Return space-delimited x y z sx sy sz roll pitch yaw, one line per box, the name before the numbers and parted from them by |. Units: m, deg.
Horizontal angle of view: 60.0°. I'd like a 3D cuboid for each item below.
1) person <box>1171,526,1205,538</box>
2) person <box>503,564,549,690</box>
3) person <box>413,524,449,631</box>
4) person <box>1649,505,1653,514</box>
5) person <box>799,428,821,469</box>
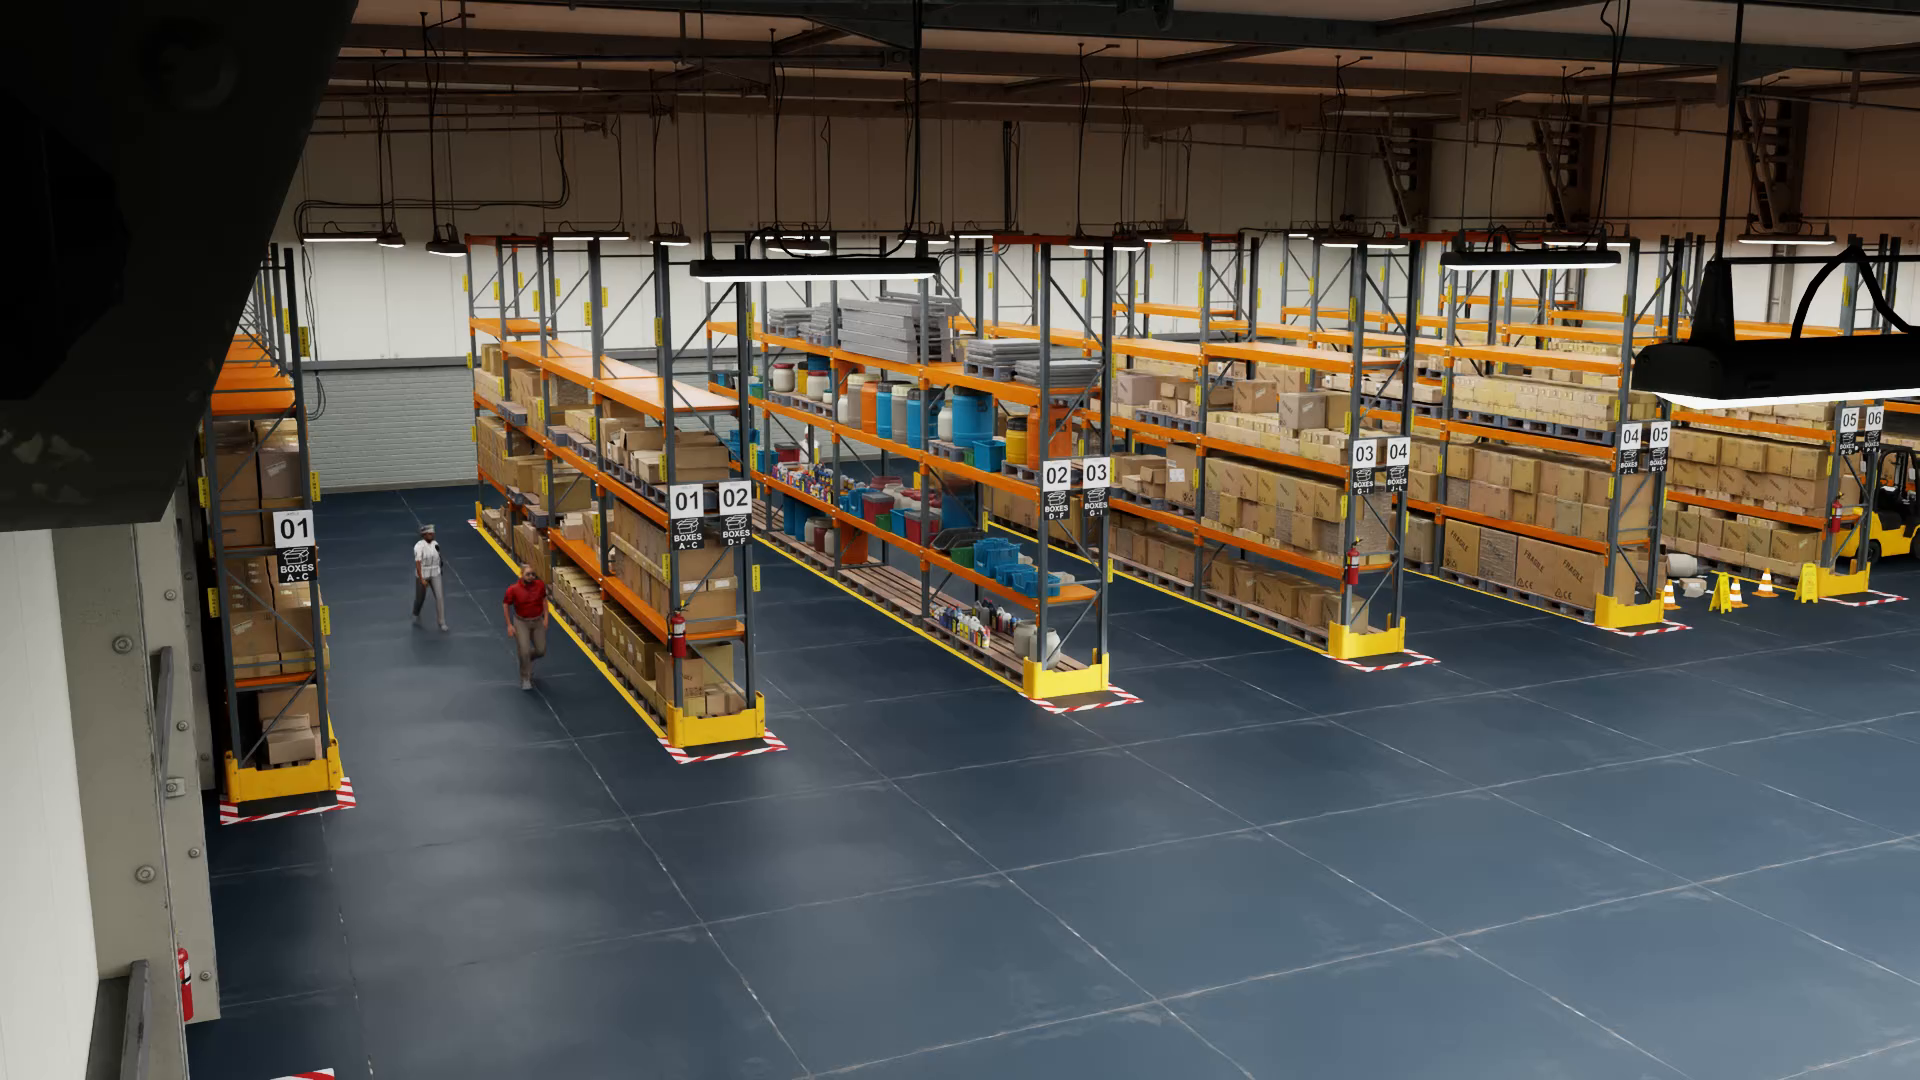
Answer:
person | 4.595 -0.846 33.343 0.454 1.538 0.888 -7 13 -32
person | -5.951 1.148 22.786 0.626 1.711 0.636 -8 14 -36
person | -8.265 0.553 25.848 0.422 1.638 0.984 -7 13 -33
person | 14.659 -1.321 35.323 0.437 1.777 0.591 10 15 42
person | -3.346 -1.659 37.064 0.580 1.713 1.069 -4 12 -21
